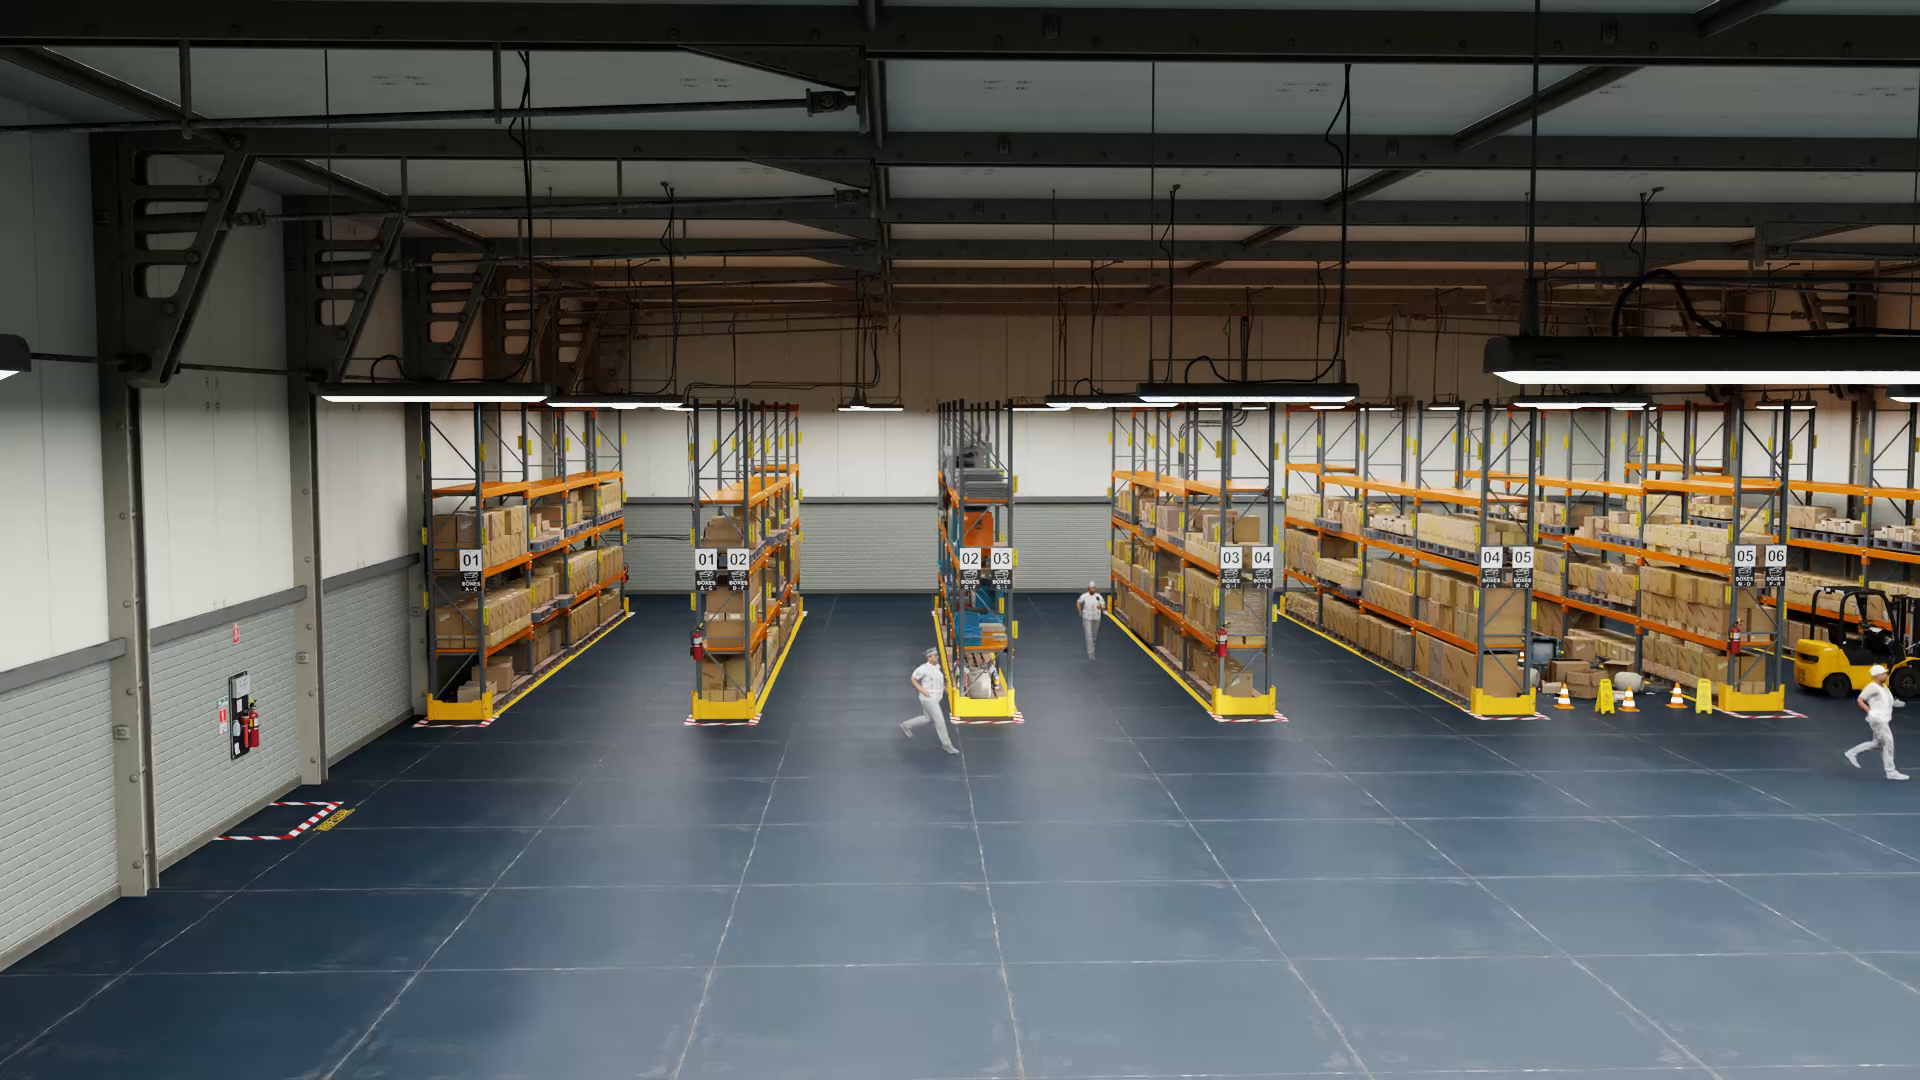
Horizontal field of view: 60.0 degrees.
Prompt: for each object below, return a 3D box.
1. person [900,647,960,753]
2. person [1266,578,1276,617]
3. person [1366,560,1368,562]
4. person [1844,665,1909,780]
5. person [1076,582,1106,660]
[{"bbox_3d":[-0.514,2.710,28.320,1.142,1.788,0.630,2,5,19],"label":"person"},{"bbox_3d":[8.149,1.488,44.233,0.648,1.727,0.590,0,4,-5],"label":"person"},{"bbox_3d":[11.501,1.314,47.236,0.556,1.624,0.610,-2,5,-20],"label":"person"},{"bbox_3d":[14.424,2.844,26.135,0.964,1.763,0.695,4,6,42],"label":"person"},{"bbox_3d":[2.933,1.787,36.956,0.603,1.701,0.875,-1,4,-10],"label":"person"}]
